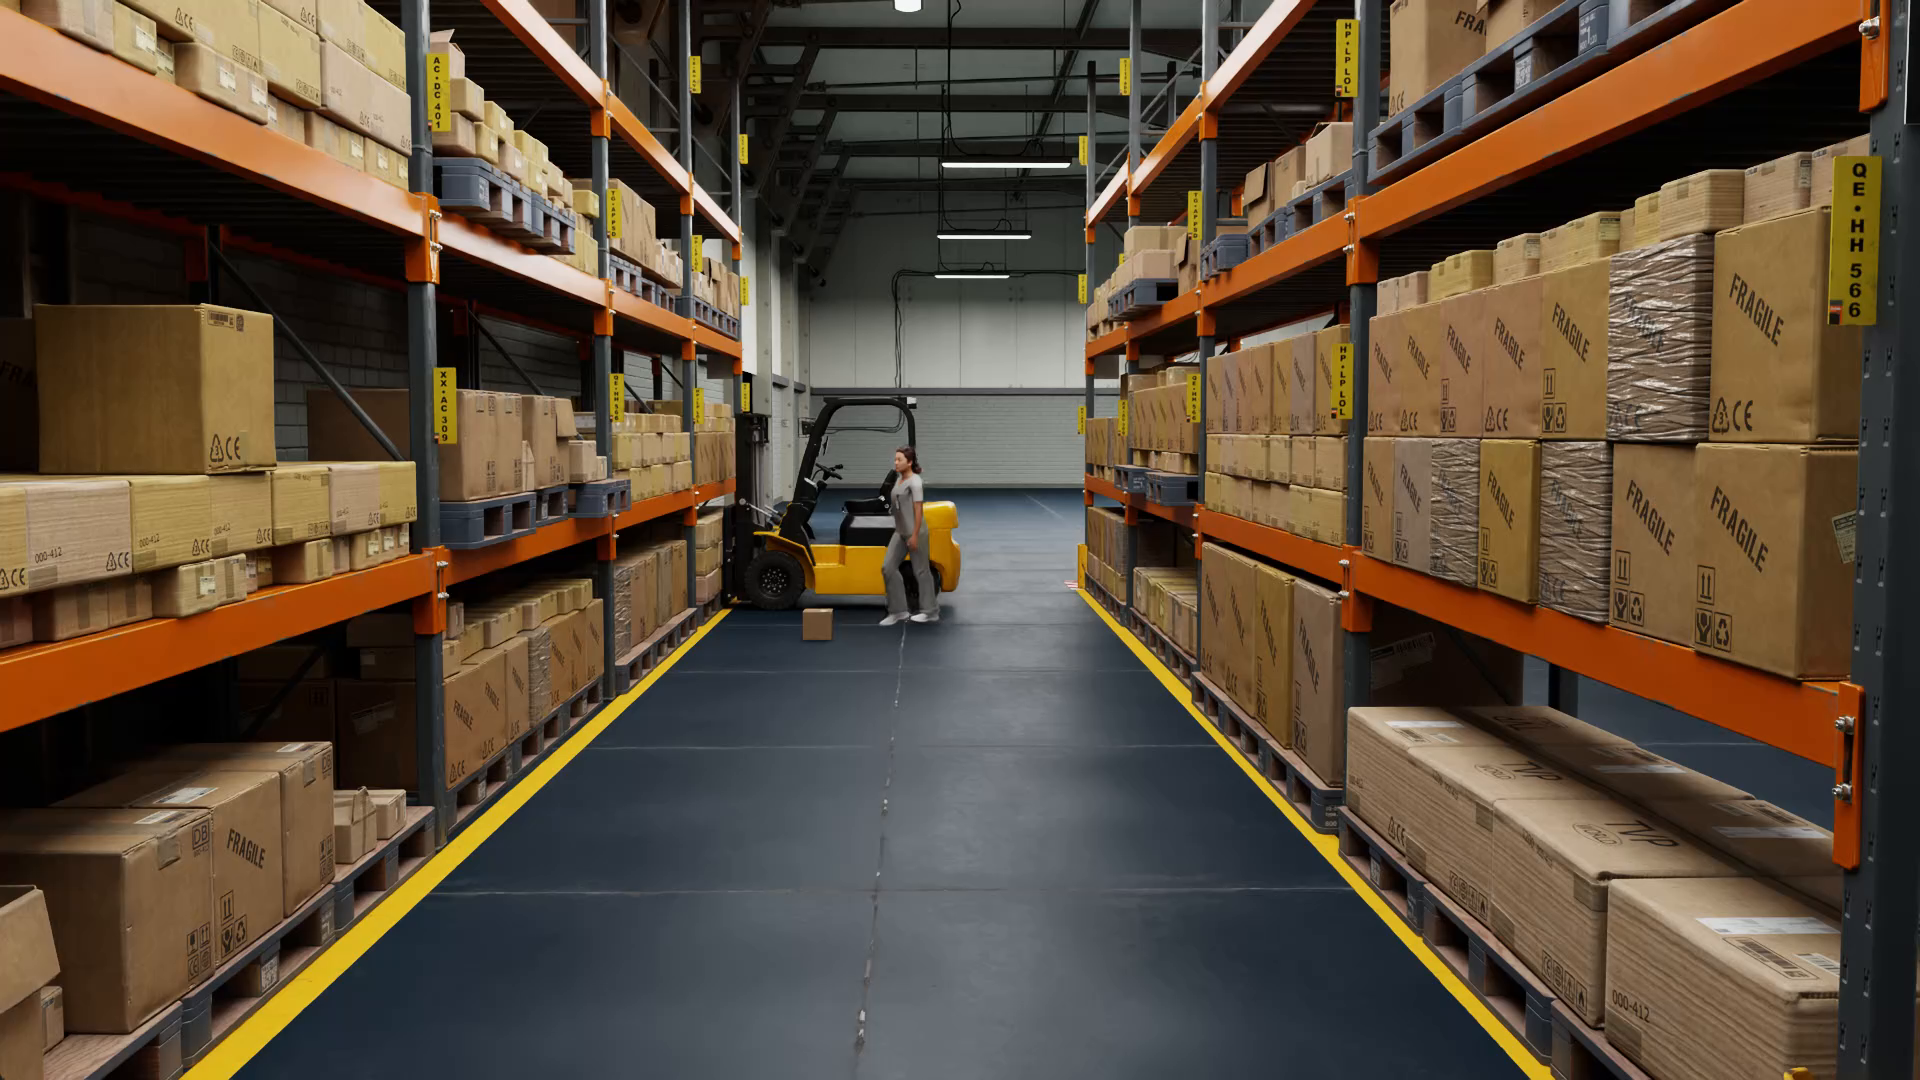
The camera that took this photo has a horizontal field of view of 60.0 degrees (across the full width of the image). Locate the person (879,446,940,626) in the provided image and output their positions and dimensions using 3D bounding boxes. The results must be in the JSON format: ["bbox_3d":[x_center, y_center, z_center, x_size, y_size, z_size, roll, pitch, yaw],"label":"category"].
[{"bbox_3d":[-0.424,-0.027,15.479,0.540,1.688,0.472,-3,5,-33],"label":"person"}]
